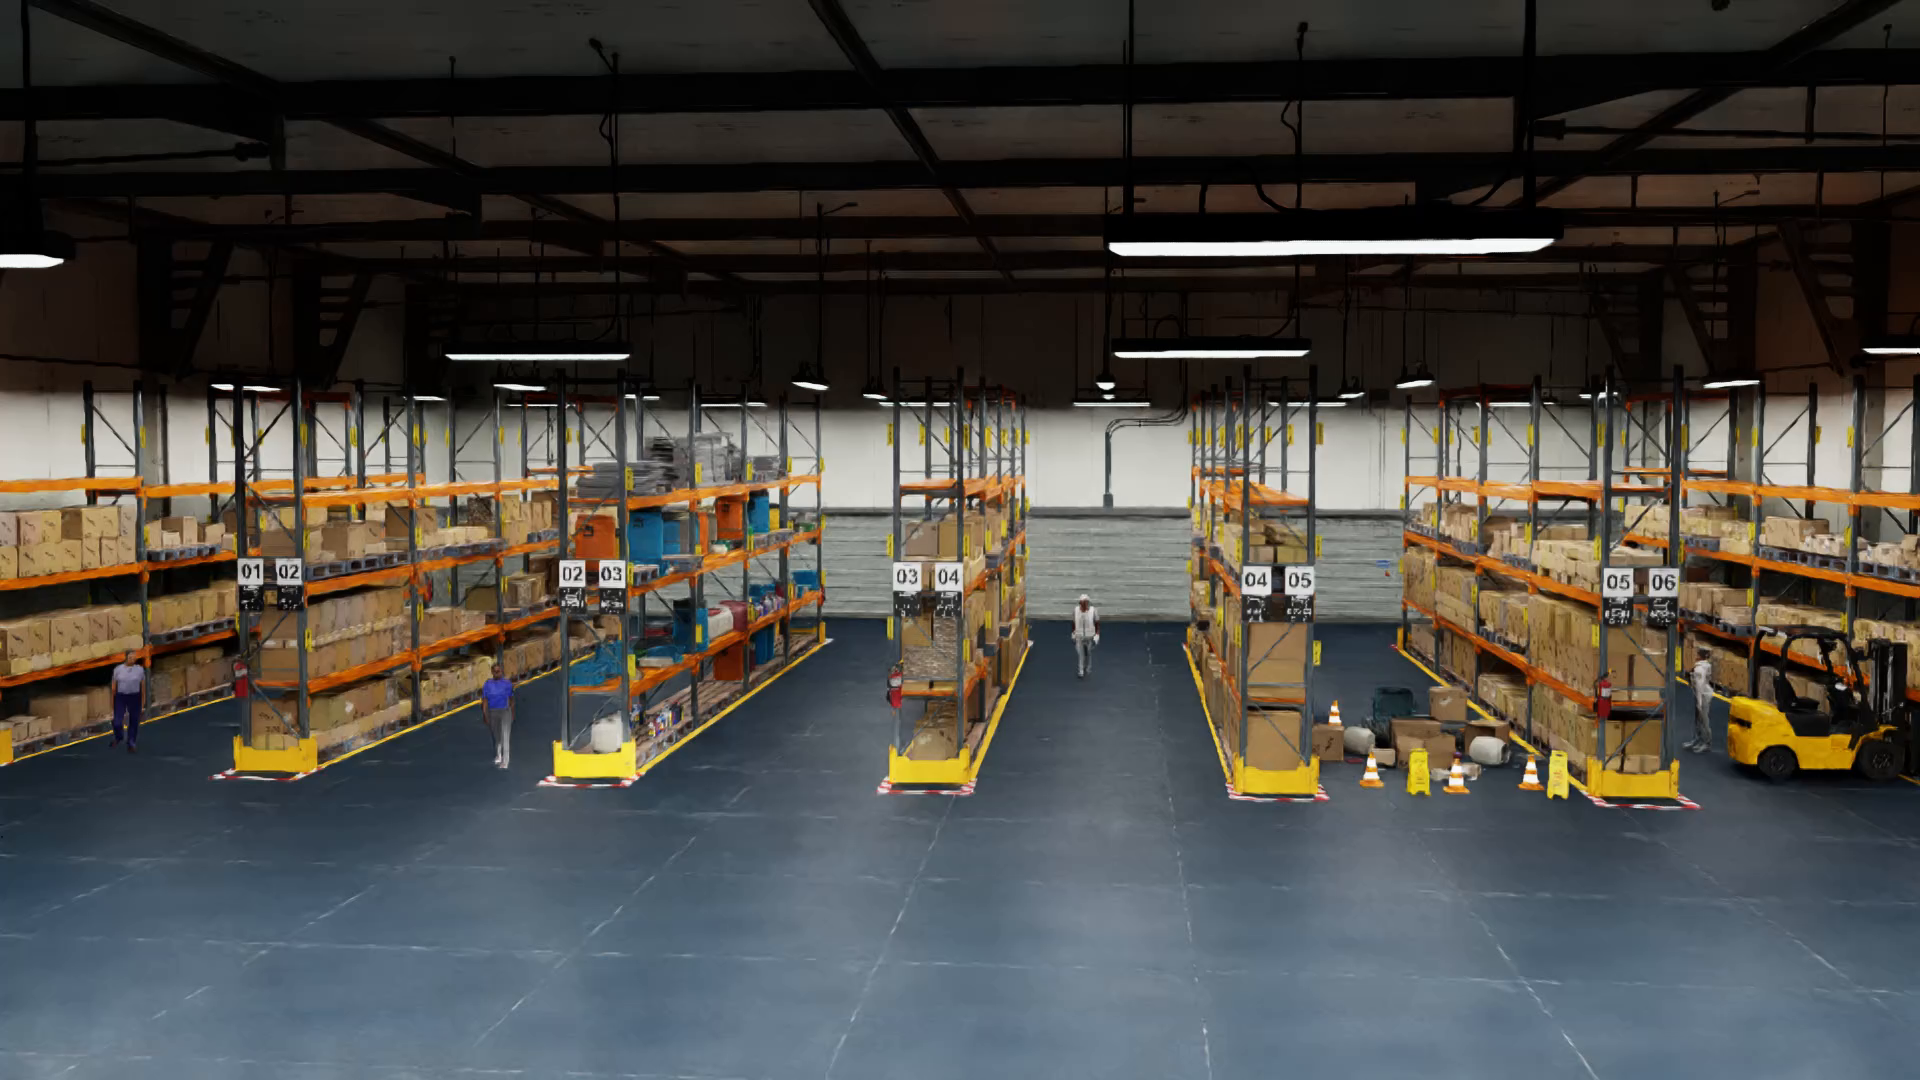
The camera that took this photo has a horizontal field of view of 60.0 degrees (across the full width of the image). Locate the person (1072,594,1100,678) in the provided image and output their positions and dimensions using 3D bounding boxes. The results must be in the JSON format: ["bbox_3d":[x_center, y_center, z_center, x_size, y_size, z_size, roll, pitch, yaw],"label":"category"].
[{"bbox_3d":[2.621,1.980,34.713,0.579,1.732,1.041,0,4,4],"label":"person"}]

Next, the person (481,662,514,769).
[{"bbox_3d":[-6.975,2.636,25.105,0.443,1.580,0.996,0,4,-2],"label":"person"}]

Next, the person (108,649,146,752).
[{"bbox_3d":[-13.250,2.544,26.441,0.559,1.641,0.518,-2,4,-32],"label":"person"}]

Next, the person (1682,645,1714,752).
[{"bbox_3d":[11.750,2.511,26.449,0.463,1.677,0.524,2,4,35],"label":"person"}]
